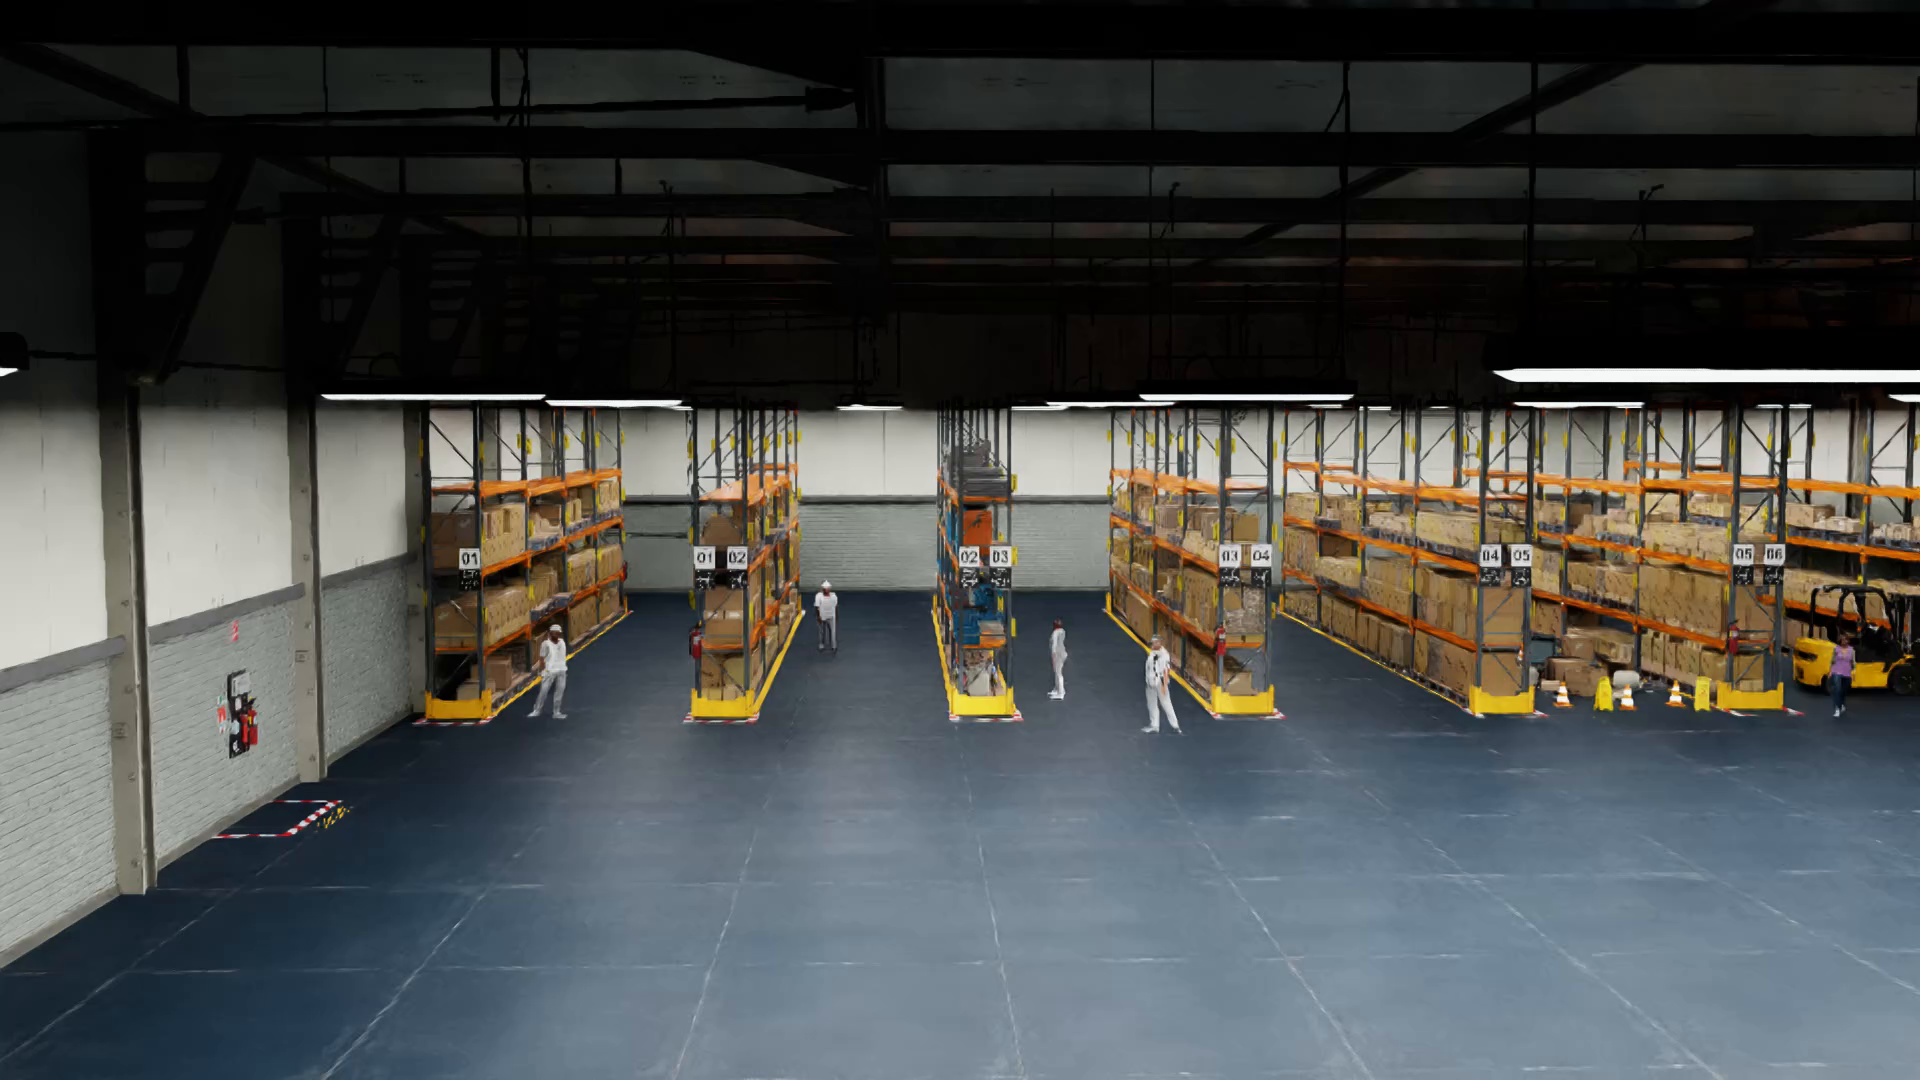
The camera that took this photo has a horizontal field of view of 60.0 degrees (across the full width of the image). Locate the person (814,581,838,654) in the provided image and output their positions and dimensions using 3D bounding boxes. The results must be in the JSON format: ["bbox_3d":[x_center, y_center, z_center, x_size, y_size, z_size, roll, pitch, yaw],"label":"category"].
[{"bbox_3d":[-3.170,1.819,39.399,0.571,1.708,1.035,-1,4,-11],"label":"person"}]

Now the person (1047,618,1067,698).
[{"bbox_3d":[1.927,2.347,33.226,0.453,1.599,0.467,2,5,29],"label":"person"}]

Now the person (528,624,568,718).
[{"bbox_3d":[-7.674,2.450,30.952,0.504,1.775,0.740,4,6,44],"label":"person"}]

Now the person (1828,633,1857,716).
[{"bbox_3d":[16.646,2.516,31.369,0.440,1.542,0.848,1,5,15],"label":"person"}]

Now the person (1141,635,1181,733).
[{"bbox_3d":[3.607,2.563,29.676,0.534,1.744,0.746,-3,5,-32],"label":"person"}]
